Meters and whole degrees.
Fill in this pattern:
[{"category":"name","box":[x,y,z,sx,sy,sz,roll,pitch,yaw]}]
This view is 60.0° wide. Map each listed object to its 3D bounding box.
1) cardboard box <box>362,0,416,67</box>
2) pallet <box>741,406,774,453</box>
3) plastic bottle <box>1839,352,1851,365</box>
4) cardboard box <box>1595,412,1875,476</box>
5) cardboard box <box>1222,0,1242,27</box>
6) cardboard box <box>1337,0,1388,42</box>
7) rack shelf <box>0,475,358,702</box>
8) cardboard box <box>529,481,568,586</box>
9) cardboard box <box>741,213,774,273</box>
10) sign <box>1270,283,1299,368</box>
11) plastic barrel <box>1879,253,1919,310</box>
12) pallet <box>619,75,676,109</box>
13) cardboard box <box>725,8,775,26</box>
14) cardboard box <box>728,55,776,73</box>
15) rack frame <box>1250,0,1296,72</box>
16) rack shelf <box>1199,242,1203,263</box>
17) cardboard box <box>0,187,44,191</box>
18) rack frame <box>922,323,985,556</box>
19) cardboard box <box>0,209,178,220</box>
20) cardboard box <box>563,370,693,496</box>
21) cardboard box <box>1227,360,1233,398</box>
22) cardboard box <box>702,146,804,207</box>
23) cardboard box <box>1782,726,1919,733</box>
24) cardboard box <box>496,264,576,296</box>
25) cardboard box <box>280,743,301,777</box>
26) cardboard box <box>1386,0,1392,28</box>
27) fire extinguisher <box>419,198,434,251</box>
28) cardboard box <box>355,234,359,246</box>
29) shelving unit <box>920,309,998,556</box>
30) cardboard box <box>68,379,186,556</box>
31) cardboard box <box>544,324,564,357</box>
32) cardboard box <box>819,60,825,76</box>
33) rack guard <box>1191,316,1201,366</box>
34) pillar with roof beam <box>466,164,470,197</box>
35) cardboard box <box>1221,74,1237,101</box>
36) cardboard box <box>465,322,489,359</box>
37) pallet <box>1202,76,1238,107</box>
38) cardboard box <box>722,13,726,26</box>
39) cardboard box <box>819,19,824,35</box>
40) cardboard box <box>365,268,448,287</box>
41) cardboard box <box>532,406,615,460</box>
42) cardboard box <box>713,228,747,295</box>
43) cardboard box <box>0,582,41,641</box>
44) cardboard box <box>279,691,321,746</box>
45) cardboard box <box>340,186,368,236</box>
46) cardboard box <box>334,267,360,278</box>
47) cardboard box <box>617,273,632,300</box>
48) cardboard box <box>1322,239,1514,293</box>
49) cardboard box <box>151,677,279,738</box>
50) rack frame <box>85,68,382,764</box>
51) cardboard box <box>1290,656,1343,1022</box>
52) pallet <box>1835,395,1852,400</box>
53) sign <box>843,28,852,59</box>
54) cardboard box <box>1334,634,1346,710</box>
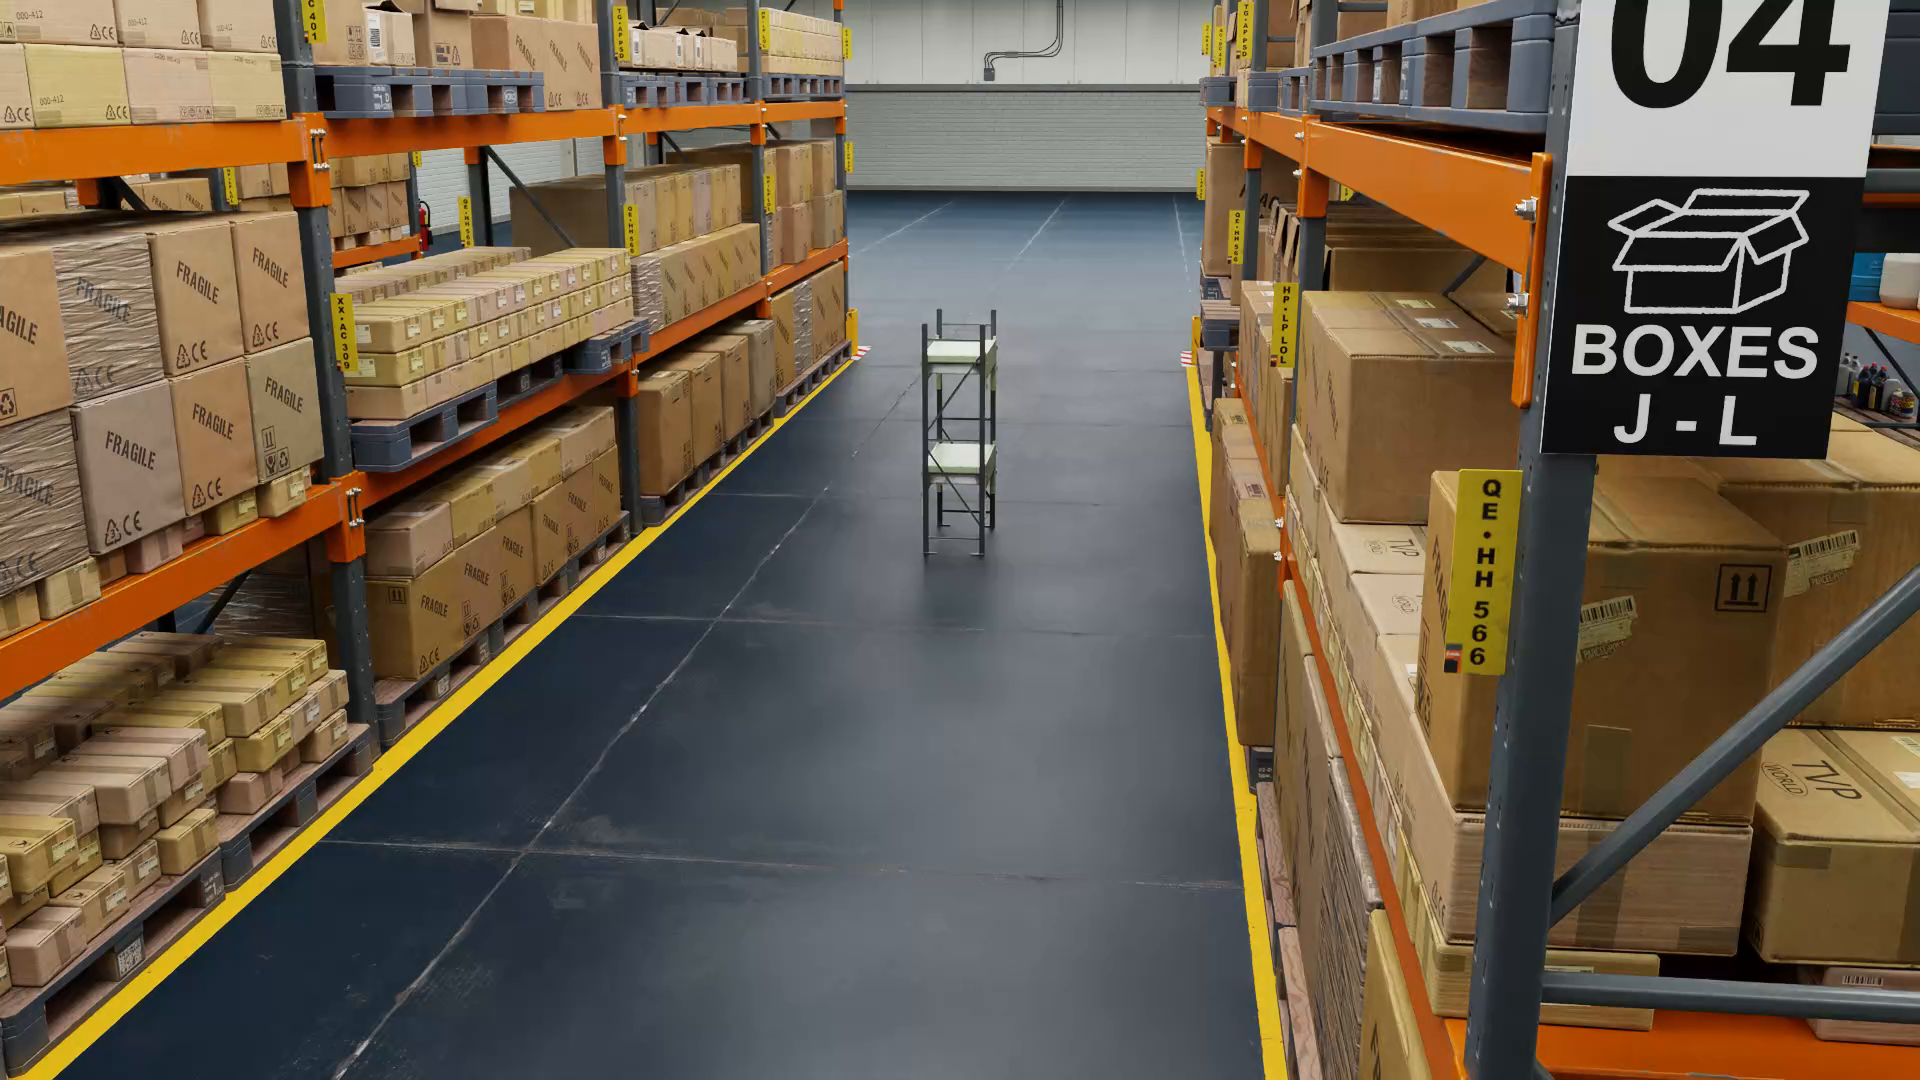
[{"category":"cardboard box","box":[-2.815,-2.295,7.521,0.500,0.311,0.500,1,15,5]},{"category":"pallet","box":[-2.232,-0.991,14.424,1.003,0.211,1.213,2,15,6]},{"category":"plastic bottle","box":[8.212,-1.560,15.416,0.144,0.351,0.185,2,15,9]},{"category":"cardboard box","box":[1.774,-0.069,3.952,0.500,0.500,0.500,1,15,5]},{"category":"cardboard box","box":[2.494,-4.373,14.122,0.500,0.500,0.500,1,15,5]},{"category":"cardboard box","box":[1.849,-2.142,6.596,0.700,0.500,0.500,2,15,8]},{"category":"rack shelf","box":[-3.349,0.401,5.310,1.077,0.370,4.000,2,15,6]},{"category":"cardboard box","box":[-2.592,-0.048,9.577,0.500,0.500,0.500,1,15,4]},{"category":"cardboard box","box":[-2.191,-2.708,15.144,0.875,0.550,0.550,2,15,6]},{"category":"sign","box":[1.254,-0.827,6.407,0.100,0.325,0.005,2,15,6]},{"category":"plastic barrel","box":[7.292,-2.046,12.720,0.433,0.535,0.433,0,15,0]},{"category":"pallet","box":[-2.652,-3.028,11.228,1.213,0.211,1.003,2,15,9]},{"category":"cardboard box","box":[-1.841,-4.587,14.590,0.380,0.149,0.250,2,15,7]},{"category":"cardboard box","box":[-1.841,-4.202,14.694,0.380,0.149,0.250,1,15,5]},{"category":"rack frame","box":[2.245,-4.226,9.551,1.000,3.000,0.127,2,15,6]},{"category":"rack shelf","box":[2.922,-2.539,16.183,1.077,0.370,4.000,2,15,6]},{"category":"cardboard box","box":[-7.661,-2.550,13.278,0.500,0.500,0.500,1,15,4]},{"category":"rack frame","box":[-0.041,-0.631,10.622,0.400,1.500,0.023,2,15,6]},{"category":"cardboard box","box":[-3.416,-1.030,6.546,0.500,0.500,0.500,2,15,8]},{"category":"cardboard box","box":[-2.514,-0.774,11.785,1.050,0.750,0.750,1,15,5]},{"category":"cardboard box","box":[2.606,-1.215,13.853,0.700,0.500,0.500,1,15,2]},{"category":"cardboard box","box":[-2.000,-3.510,16.041,0.875,0.550,0.550,2,15,6]},{"category":"cardboard box","box":[1.717,0.422,3.572,0.500,0.250,0.500,2,15,6]},{"category":"cardboard box","box":[-2.391,-1.466,9.373,0.380,0.149,0.250,2,15,6]},{"category":"cardboard box","box":[-2.941,0.885,6.799,0.380,0.149,0.250,2,15,8]},{"category":"cardboard box","box":[1.765,-1.835,5.268,0.700,0.500,0.500,1,15,3]},{"category":"fire extinguisher","box":[-6.228,-3.676,19.157,0.296,0.674,0.183,2,15,6]},{"category":"cardboard box","box":[-6.665,-3.207,17.759,0.380,0.149,0.250,2,15,7]},{"category":"shelving unit","box":[0.001,-0.726,10.973,0.431,1.500,0.755,2,15,6]},{"category":"cardboard box","box":[-3.014,-0.259,5.613,0.500,0.500,0.500,2,15,6]},{"category":"cardboard box","box":[-2.421,-1.110,9.197,0.380,0.149,0.250,2,15,8]},{"category":"cardboard box","box":[-1.585,-4.795,16.886,0.380,0.149,0.250,1,15,5]},{"category":"rack guard","box":[3.139,-2.179,18.261,1.175,0.500,0.348,2,15,6]},{"category":"pillar with roof beam","box":[-6.297,-11.126,35.068,9.100,9.000,0.400,2,15,6]},{"category":"cardboard box","box":[2.489,-3.869,14.265,0.500,0.250,0.500,2,15,8]},{"category":"cardboard box","box":[-2.537,-0.980,8.148,0.380,0.149,0.250,1,15,4]},{"category":"pallet","box":[2.407,-3.299,12.228,1.213,0.211,1.003,2,15,6]},{"category":"cardboard box","box":[-2.382,-4.869,15.635,0.380,0.149,0.250,2,15,6]},{"category":"cardboard box","box":[-1.585,-5.179,16.781,0.380,0.149,0.250,2,15,6]},{"category":"cardboard box","box":[-3.063,-1.416,9.189,0.380,0.149,0.250,2,15,8]},{"category":"cardboard box","box":[-2.488,-0.675,10.461,0.500,0.250,0.500,1,15,5]},{"category":"cardboard box","box":[-2.071,-2.314,13.781,0.500,0.500,0.500,2,15,6]},{"category":"cardboard box","box":[-3.087,0.213,5.108,0.380,0.149,0.250,2,15,8]},{"category":"cardboard box","box":[-2.861,0.727,6.816,0.380,0.149,0.250,1,15,4]},{"category":"cardboard box","box":[-6.607,-3.480,17.525,0.500,0.500,0.500,2,15,6]},{"category":"cardboard box","box":[-6.568,-2.801,17.559,0.380,0.149,0.250,2,15,9]},{"category":"cardboard box","box":[-2.275,-1.586,10.387,0.380,0.149,0.250,2,15,7]},{"category":"cardboard box","box":[1.858,-0.991,6.967,0.797,0.503,0.637,1,15,5]},{"category":"cardboard box","box":[-2.915,0.654,6.516,0.380,0.149,0.250,2,15,6]},{"category":"rack frame","box":[-3.123,-0.465,7.135,1.000,3.000,0.127,2,15,6]},{"category":"cardboard box","box":[1.538,0.933,5.233,0.875,0.875,0.875,2,15,6]},{"category":"pallet","box":[7.870,-1.366,15.809,1.003,0.211,1.213,2,15,6]},{"category":"sign","box":[-1.231,-5.395,18.076,0.100,0.325,0.005,2,15,6]},{"category":"cardboard box","box":[1.228,0.368,4.537,0.380,0.149,0.250,2,15,7]}]
